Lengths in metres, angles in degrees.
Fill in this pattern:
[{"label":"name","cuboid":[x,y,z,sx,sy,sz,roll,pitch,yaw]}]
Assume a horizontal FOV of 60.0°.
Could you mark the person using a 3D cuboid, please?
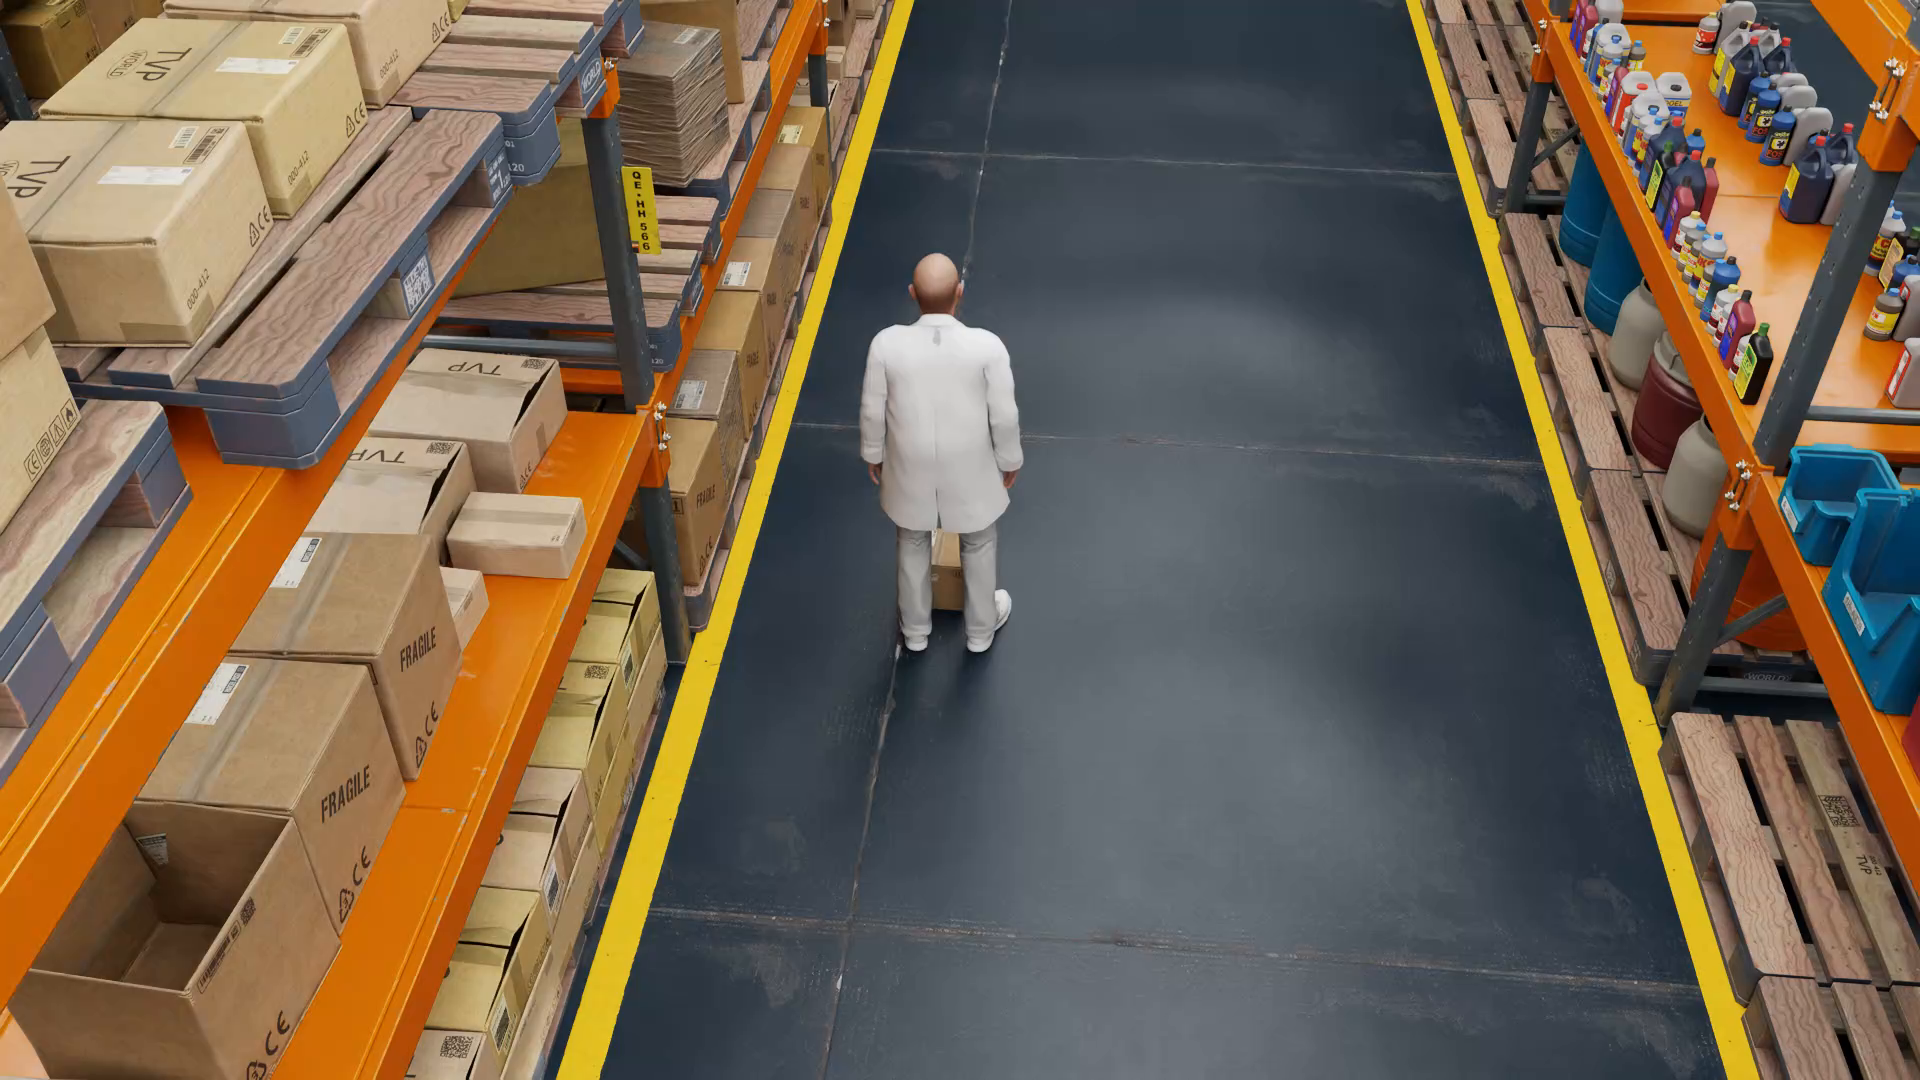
[{"label":"person","cuboid":[-0.072,-0.308,6.540,0.644,1.774,0.428,3,40,4]}]
